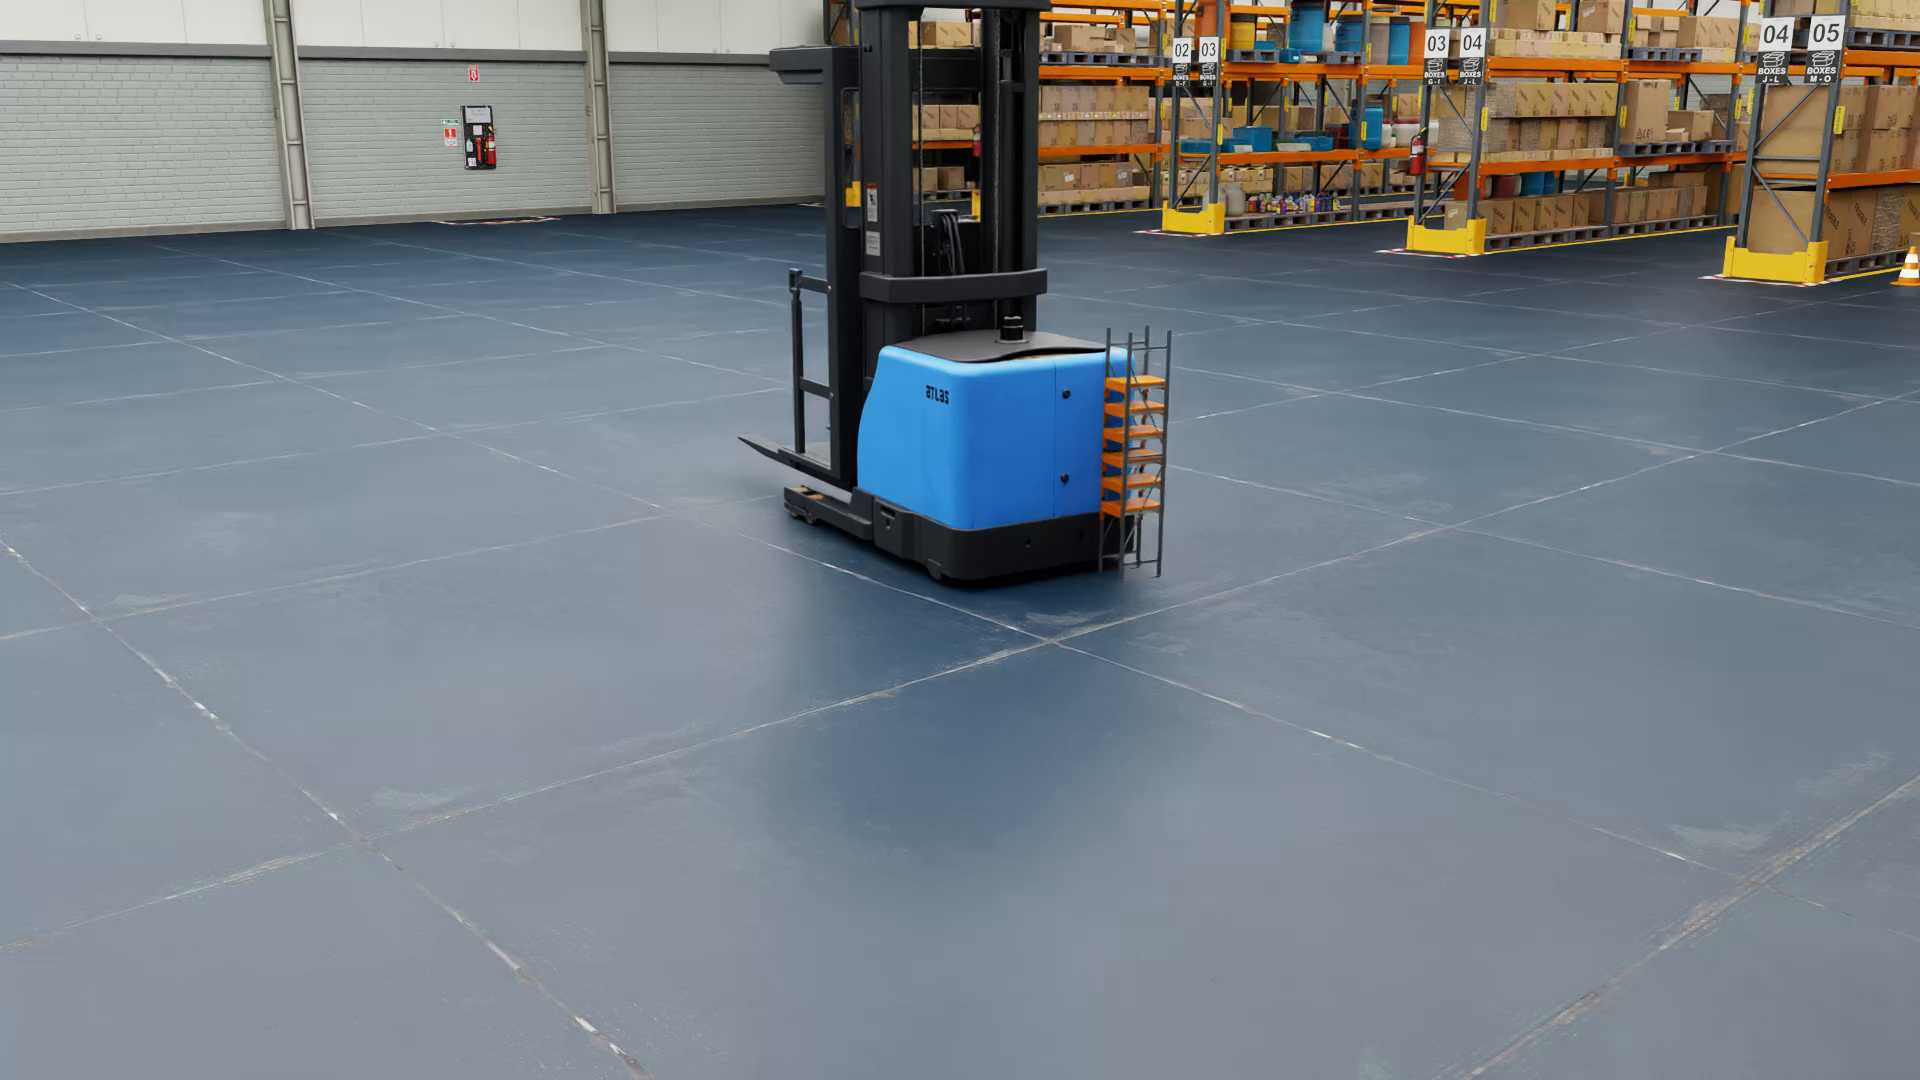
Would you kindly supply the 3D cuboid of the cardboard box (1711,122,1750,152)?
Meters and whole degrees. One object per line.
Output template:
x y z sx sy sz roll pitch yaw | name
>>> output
13.817 -7.218 29.767 0.500 0.500 0.500 -12 19 -38 | cardboard box

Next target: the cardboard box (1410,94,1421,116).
10.718 -10.391 39.708 0.500 0.500 0.500 -13 20 -41 | cardboard box

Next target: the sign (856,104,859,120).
-2.161 -8.991 34.919 0.005 0.325 0.100 -13 19 -39 | sign

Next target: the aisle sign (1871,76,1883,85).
19.164 -9.822 34.672 0.004 0.787 0.394 -13 19 -39 | aisle sign

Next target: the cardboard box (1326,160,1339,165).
8.510 -8.911 38.835 0.500 0.250 0.500 -13 19 -39 | cardboard box

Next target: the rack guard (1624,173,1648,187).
16.065 -8.259 38.700 0.348 0.500 1.175 -13 19 -39 | rack guard

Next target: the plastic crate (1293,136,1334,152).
6.346 -7.115 29.862 0.616 0.251 0.499 -13 19 -39 | plastic crate

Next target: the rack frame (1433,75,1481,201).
10.021 -8.105 33.280 0.127 3.000 1.000 -13 19 -39 | rack frame

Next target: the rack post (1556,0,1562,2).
11.595 -11.072 33.730 0.954 0.300 0.937 -10 18 -33 | rack post

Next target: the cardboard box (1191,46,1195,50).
4.638 -10.168 34.668 0.500 0.250 0.500 14 20 42 | cardboard box

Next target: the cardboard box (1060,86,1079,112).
1.910 -8.651 32.616 0.500 0.500 0.700 -13 19 -39 | cardboard box

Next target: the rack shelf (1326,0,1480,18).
8.512 -10.124 31.381 4.000 0.370 1.077 -13 19 -39 | rack shelf

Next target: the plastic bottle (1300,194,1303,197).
6.319 -6.278 30.852 0.133 0.283 0.061 -13 19 -39 | plastic bottle

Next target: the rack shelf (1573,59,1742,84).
11.763 -7.903 28.107 4.000 0.370 1.077 -13 19 -39 | rack shelf

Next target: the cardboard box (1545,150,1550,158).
8.905 -5.969 25.771 0.250 0.149 0.380 -13 19 -39 | cardboard box

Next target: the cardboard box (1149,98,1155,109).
4.434 -10.715 40.791 0.500 0.250 0.500 -13 20 -40 | cardboard box

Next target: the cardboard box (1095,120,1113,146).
2.649 -8.189 33.402 0.500 0.500 0.700 -12 19 -39 | cardboard box

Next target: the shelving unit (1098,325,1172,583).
0.833 -0.410 7.952 0.258 1.200 0.189 -7 16 -27 | shelving unit

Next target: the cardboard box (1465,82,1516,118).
7.831 -6.500 24.566 0.500 0.500 0.500 -13 19 -39 | cardboard box

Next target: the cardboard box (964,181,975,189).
0.116 -8.103 37.911 0.380 0.166 0.250 13 20 40 | cardboard box

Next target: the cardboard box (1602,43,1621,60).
10.082 -7.712 26.286 0.500 0.250 0.500 -12 19 -37 | cardboard box

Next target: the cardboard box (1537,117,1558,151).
8.759 -6.332 25.872 0.500 0.500 0.875 -13 19 -39 | cardboard box

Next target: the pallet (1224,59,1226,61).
5.477 -10.105 35.322 1.213 0.211 1.003 -12 19 -37 | pallet

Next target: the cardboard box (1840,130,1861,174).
11.067 -5.044 21.531 0.550 0.550 0.875 -13 19 -39 | cardboard box

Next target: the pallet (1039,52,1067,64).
1.287 -9.236 31.872 1.213 0.211 1.003 -13 19 -39 | pallet

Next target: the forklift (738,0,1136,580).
-0.318 -1.555 8.892 1.130 2.935 3.031 -9 17 -29 | forklift

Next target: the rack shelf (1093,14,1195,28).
5.026 -12.730 41.139 4.000 0.370 1.077 -13 19 -39 | rack shelf

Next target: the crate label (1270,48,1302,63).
5.614 -8.380 28.784 0.408 0.251 0.502 -13 19 -39 | crate label

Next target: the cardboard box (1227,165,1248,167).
6.184 -8.184 37.002 0.500 0.311 0.500 -12 19 -38 | cardboard box

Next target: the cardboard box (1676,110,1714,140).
12.891 -7.292 29.231 0.500 0.500 0.500 13 20 40 | cardboard box

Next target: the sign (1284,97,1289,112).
7.139 -9.522 36.340 0.005 0.325 0.100 -13 19 -39 | sign

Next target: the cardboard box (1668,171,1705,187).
12.786 -6.388 29.392 0.500 0.250 0.500 -12 19 -37 | cardboard box

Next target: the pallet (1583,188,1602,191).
14.488 -7.775 37.449 1.213 0.211 1.003 -13 19 -39 | pallet

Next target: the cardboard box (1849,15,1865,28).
10.886 -6.377 20.479 0.250 0.149 0.380 -12 19 -39 | cardboard box

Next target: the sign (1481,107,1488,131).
7.593 -6.098 24.089 0.005 0.325 0.100 -13 19 -39 | sign

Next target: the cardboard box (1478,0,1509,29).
8.240 -7.980 25.261 0.500 0.500 0.500 -13 19 -39 | cardboard box

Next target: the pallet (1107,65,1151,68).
3.968 -11.511 40.584 1.003 0.211 1.213 -12 19 -37 | pallet

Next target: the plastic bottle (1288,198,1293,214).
5.892 -5.965 29.705 0.097 0.271 0.097 0 15 0 | plastic bottle

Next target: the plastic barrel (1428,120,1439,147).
9.067 -7.872 32.190 0.421 0.512 0.421 0 15 0 | plastic barrel

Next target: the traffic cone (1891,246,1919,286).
11.749 -3.390 20.546 0.334 0.463 0.336 -13 19 -39 | traffic cone

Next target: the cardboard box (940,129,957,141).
-0.409 -8.983 36.819 0.500 0.250 0.500 -13 20 -40 | cardboard box

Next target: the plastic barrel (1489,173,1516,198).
11.230 -7.420 34.576 0.708 0.588 0.600 -13 19 -39 | plastic barrel

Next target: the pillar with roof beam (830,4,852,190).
0.268 -11.025 32.589 0.400 9.000 9.100 -13 19 -39 | pillar with roof beam

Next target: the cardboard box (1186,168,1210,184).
5.000 -7.731 35.307 0.500 0.311 0.500 -14 20 -41 | cardboard box

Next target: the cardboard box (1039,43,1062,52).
1.740 -9.478 32.009 0.250 0.149 0.380 -13 19 -39 | cardboard box

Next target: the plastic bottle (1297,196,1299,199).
6.123 -6.069 30.069 0.133 0.283 0.061 -13 19 -39 | plastic bottle

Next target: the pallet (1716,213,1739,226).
13.916 -5.912 30.475 1.213 0.211 1.003 -13 19 -39 | pallet

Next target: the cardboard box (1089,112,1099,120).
2.533 -8.406 32.955 0.250 0.149 0.380 -12 19 -38 | cardboard box

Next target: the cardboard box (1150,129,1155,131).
4.668 -10.114 41.251 0.250 0.149 0.380 -12 19 -38 | cardboard box

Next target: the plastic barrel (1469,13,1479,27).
10.451 -10.060 33.141 0.708 0.830 0.600 -13 19 -39 | plastic barrel

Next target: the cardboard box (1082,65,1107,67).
3.151 -11.275 39.469 0.500 0.311 0.500 -13 19 -39 | cardboard box

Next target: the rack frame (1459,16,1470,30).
12.807 -13.323 41.192 0.127 3.000 1.000 -13 19 -39 | rack frame

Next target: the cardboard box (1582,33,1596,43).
9.614 -7.782 25.778 0.250 0.149 0.380 -13 20 -41 | cardboard box

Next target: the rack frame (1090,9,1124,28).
3.517 -12.932 39.726 0.127 3.000 1.000 -13 19 -39 | rack frame

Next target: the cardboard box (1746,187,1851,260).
10.885 -4.107 21.615 0.875 0.875 0.875 -13 19 -39 | cardboard box
